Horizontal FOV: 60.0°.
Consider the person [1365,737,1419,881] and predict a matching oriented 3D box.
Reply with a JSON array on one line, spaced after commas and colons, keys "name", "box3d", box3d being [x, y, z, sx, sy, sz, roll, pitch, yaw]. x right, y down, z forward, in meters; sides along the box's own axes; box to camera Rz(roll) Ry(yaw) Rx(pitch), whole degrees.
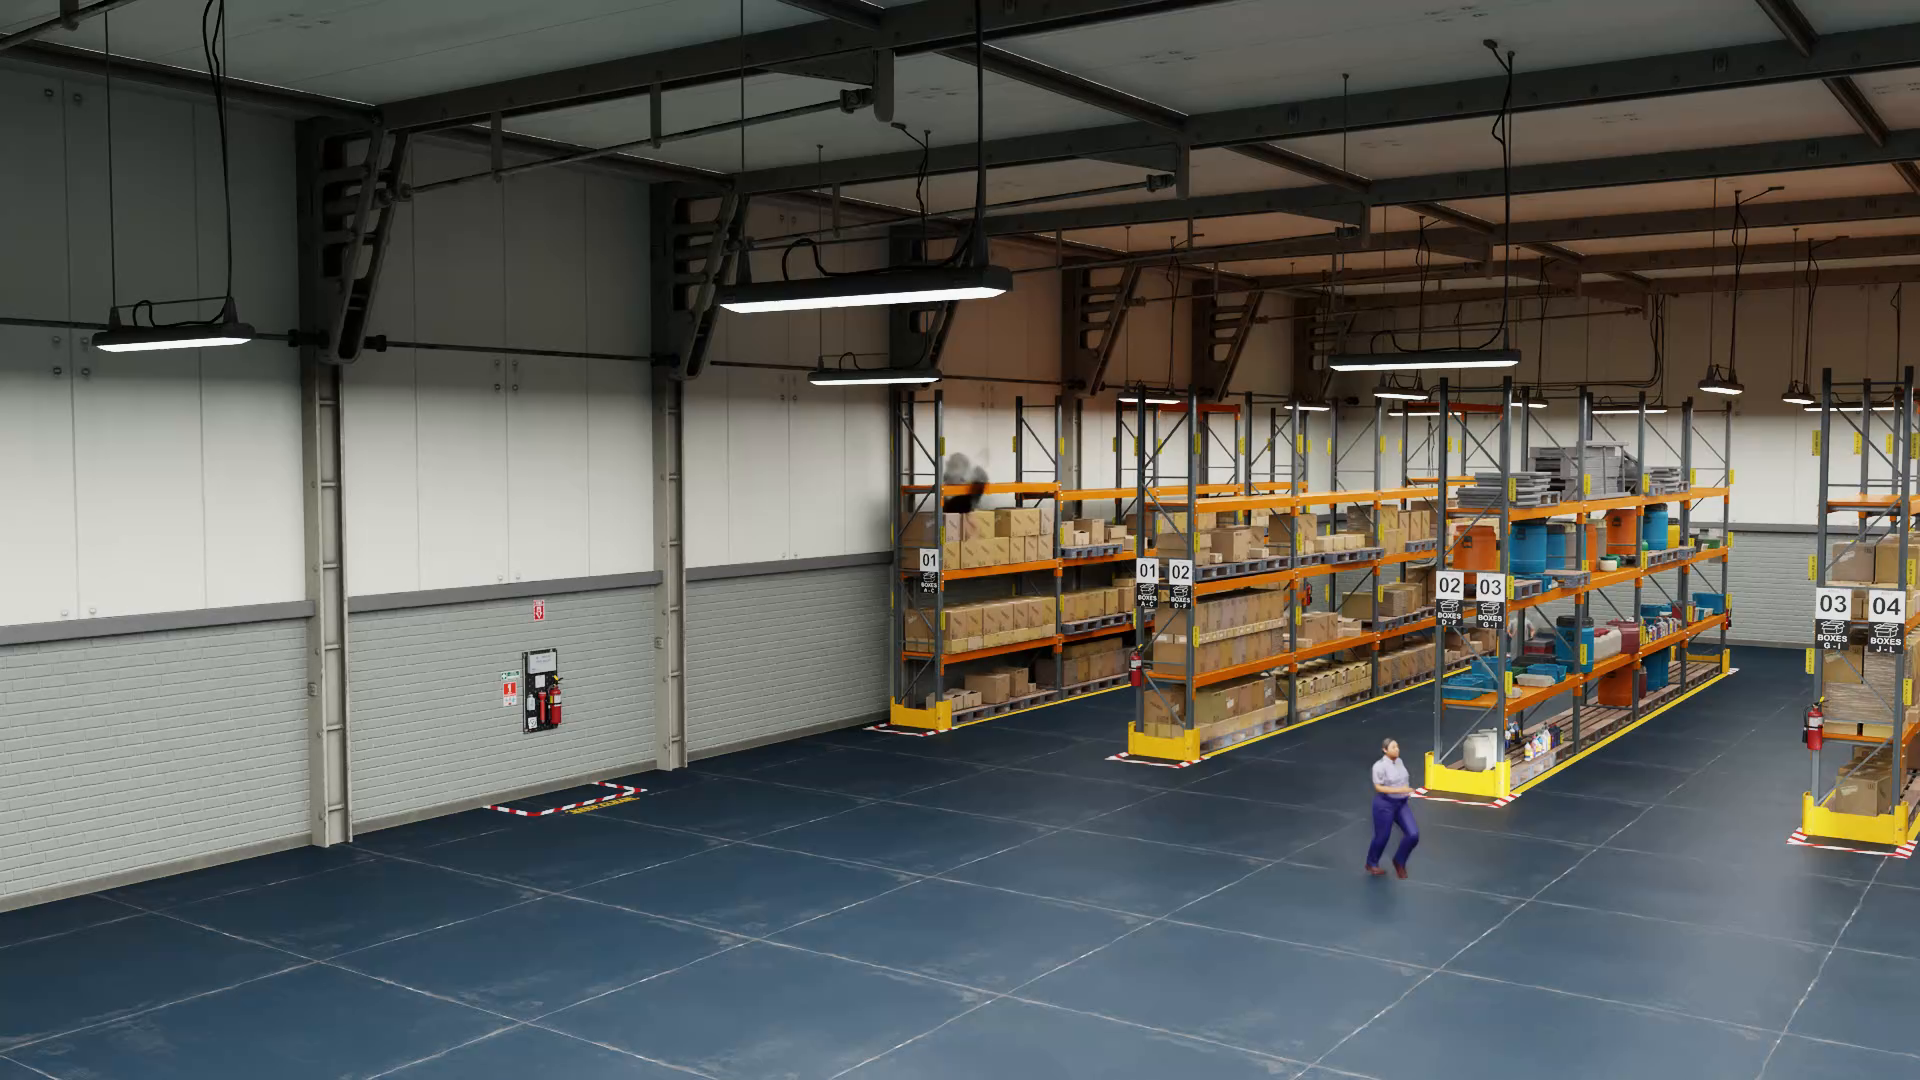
[{"name": "person", "box3d": [4.987, 3.114, 19.175, 0.578, 1.654, 0.688, -2, 4, -28]}]

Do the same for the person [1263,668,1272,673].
[{"name": "person", "box3d": [6.636, 2.196, 35.963, 0.515, 1.554, 0.627, 1, 3, 22]}]

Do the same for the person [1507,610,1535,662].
[{"name": "person", "box3d": [11.753, 2.213, 34.892, 0.577, 1.640, 0.867, 1, 4, 24]}]
